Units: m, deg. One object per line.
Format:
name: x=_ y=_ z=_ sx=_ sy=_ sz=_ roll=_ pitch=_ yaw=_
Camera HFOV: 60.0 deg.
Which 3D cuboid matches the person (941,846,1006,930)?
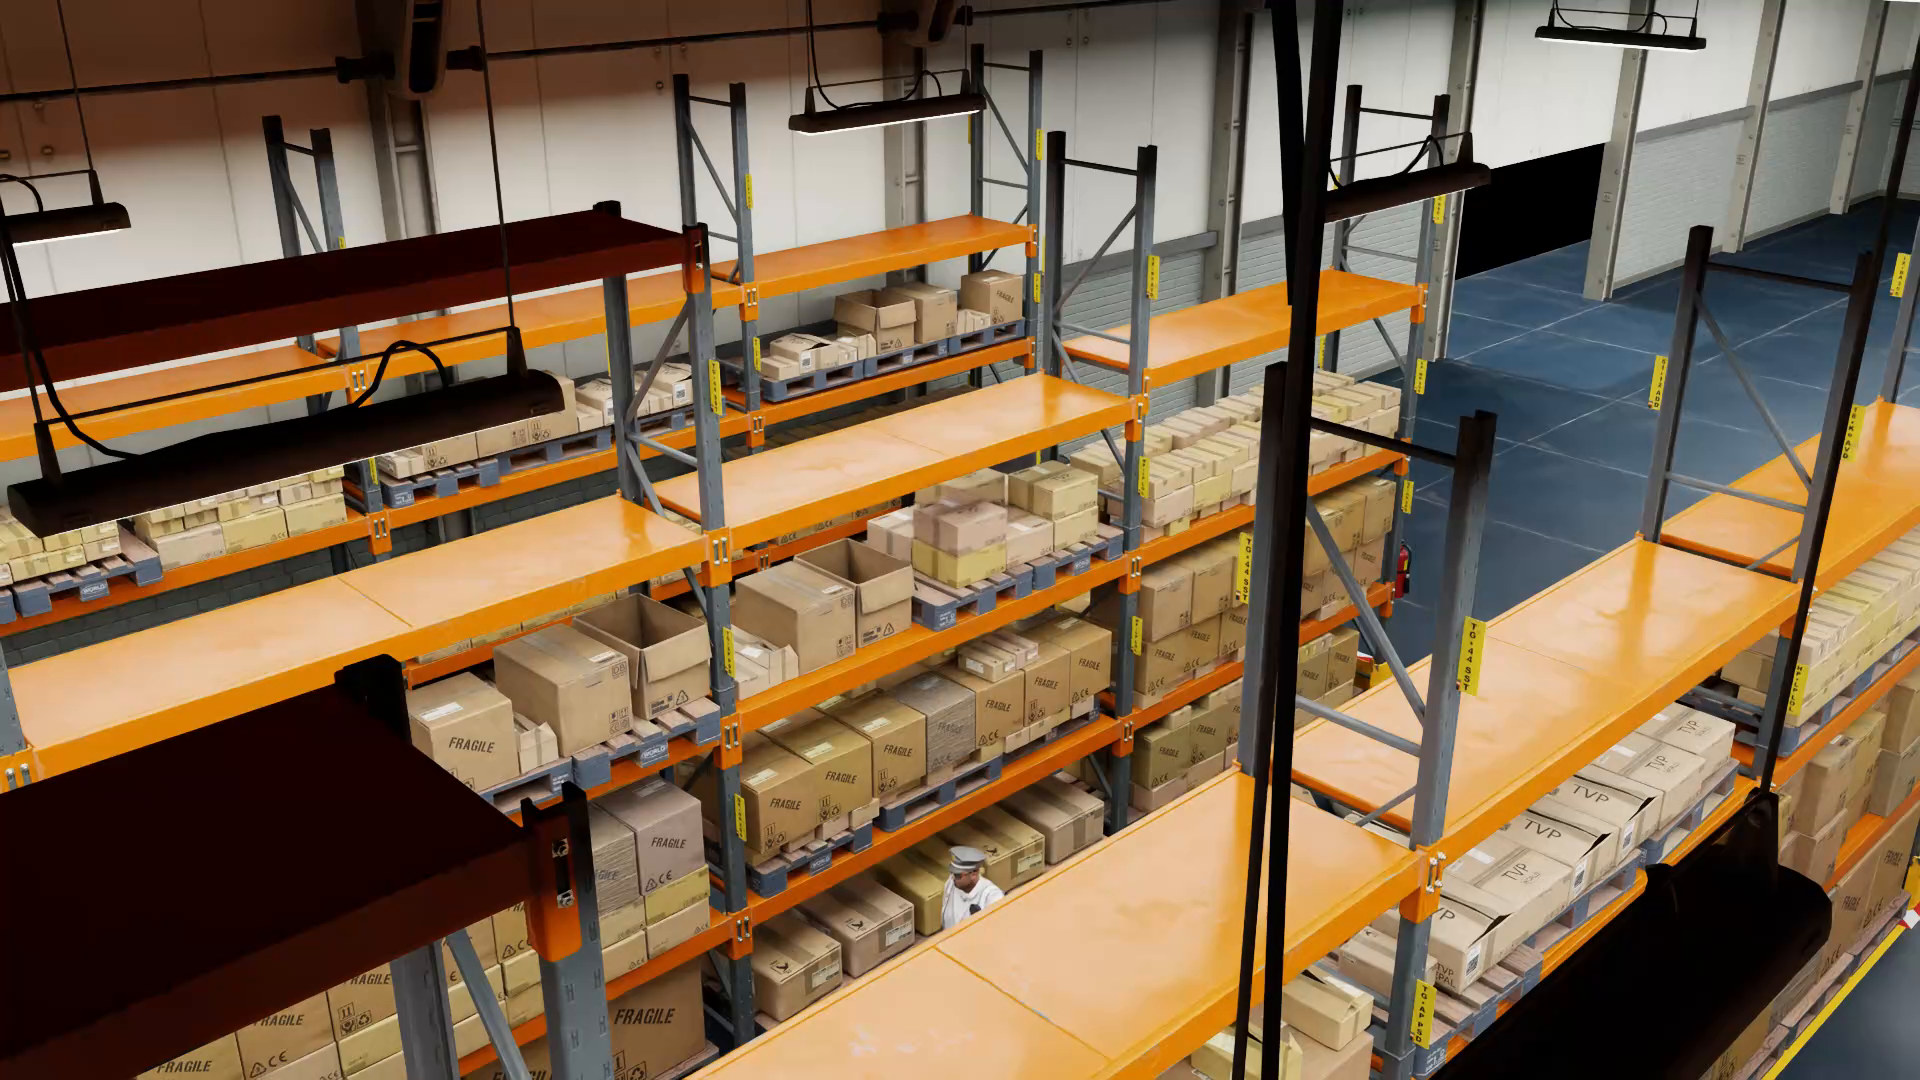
person: x=0.145 y=2.893 z=11.543 sx=0.600 sy=1.756 sz=0.493 roll=19 pitch=29 yaw=38
